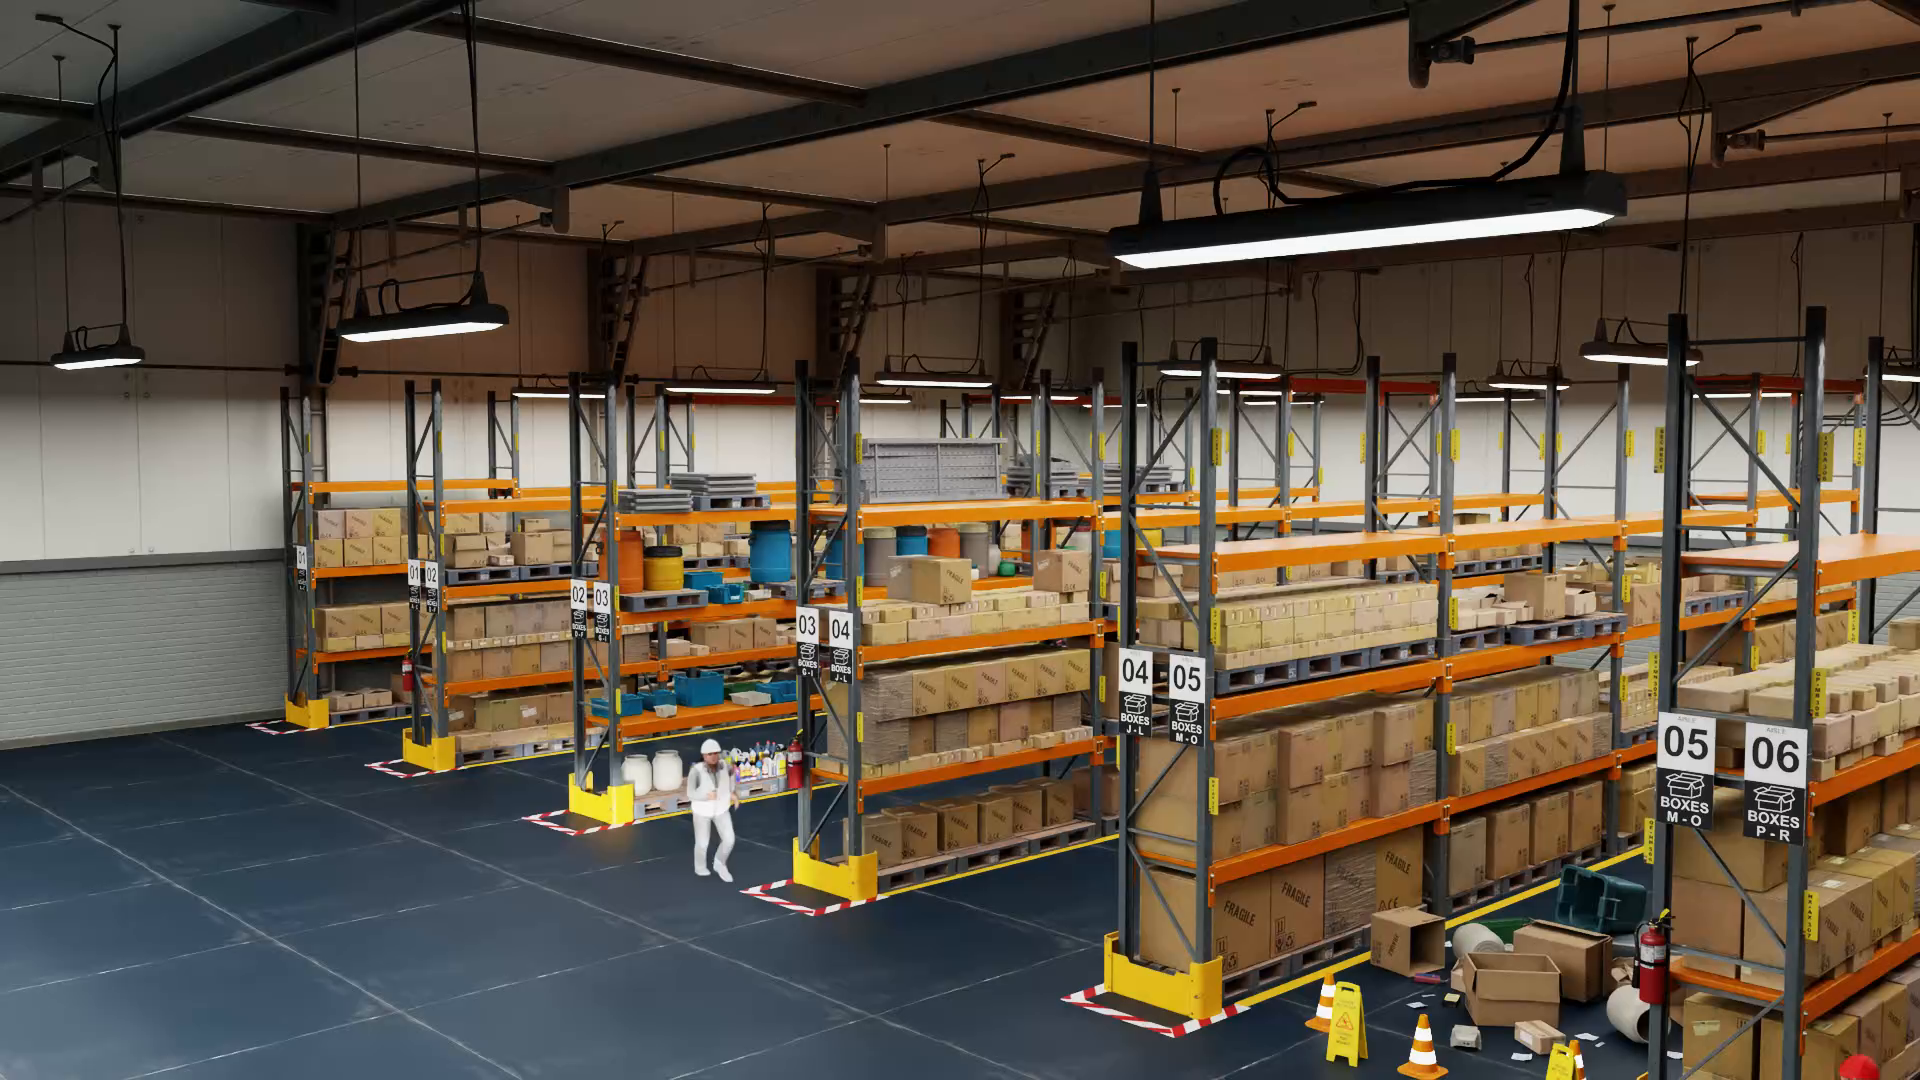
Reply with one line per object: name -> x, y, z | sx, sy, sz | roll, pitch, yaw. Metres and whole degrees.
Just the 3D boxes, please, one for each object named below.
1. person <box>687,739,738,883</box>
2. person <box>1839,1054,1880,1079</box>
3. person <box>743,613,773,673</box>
person -> -2.843, 3.096, 19.072 | 0.654, 1.688, 0.938 | -2, 4, -23
person -> 5.056, 3.697, 9.452 | 0.718, 1.731, 0.776 | -3, 5, -43
person -> -4.208, 2.133, 33.889 | 0.660, 1.697, 0.853 | 2, 4, 33
